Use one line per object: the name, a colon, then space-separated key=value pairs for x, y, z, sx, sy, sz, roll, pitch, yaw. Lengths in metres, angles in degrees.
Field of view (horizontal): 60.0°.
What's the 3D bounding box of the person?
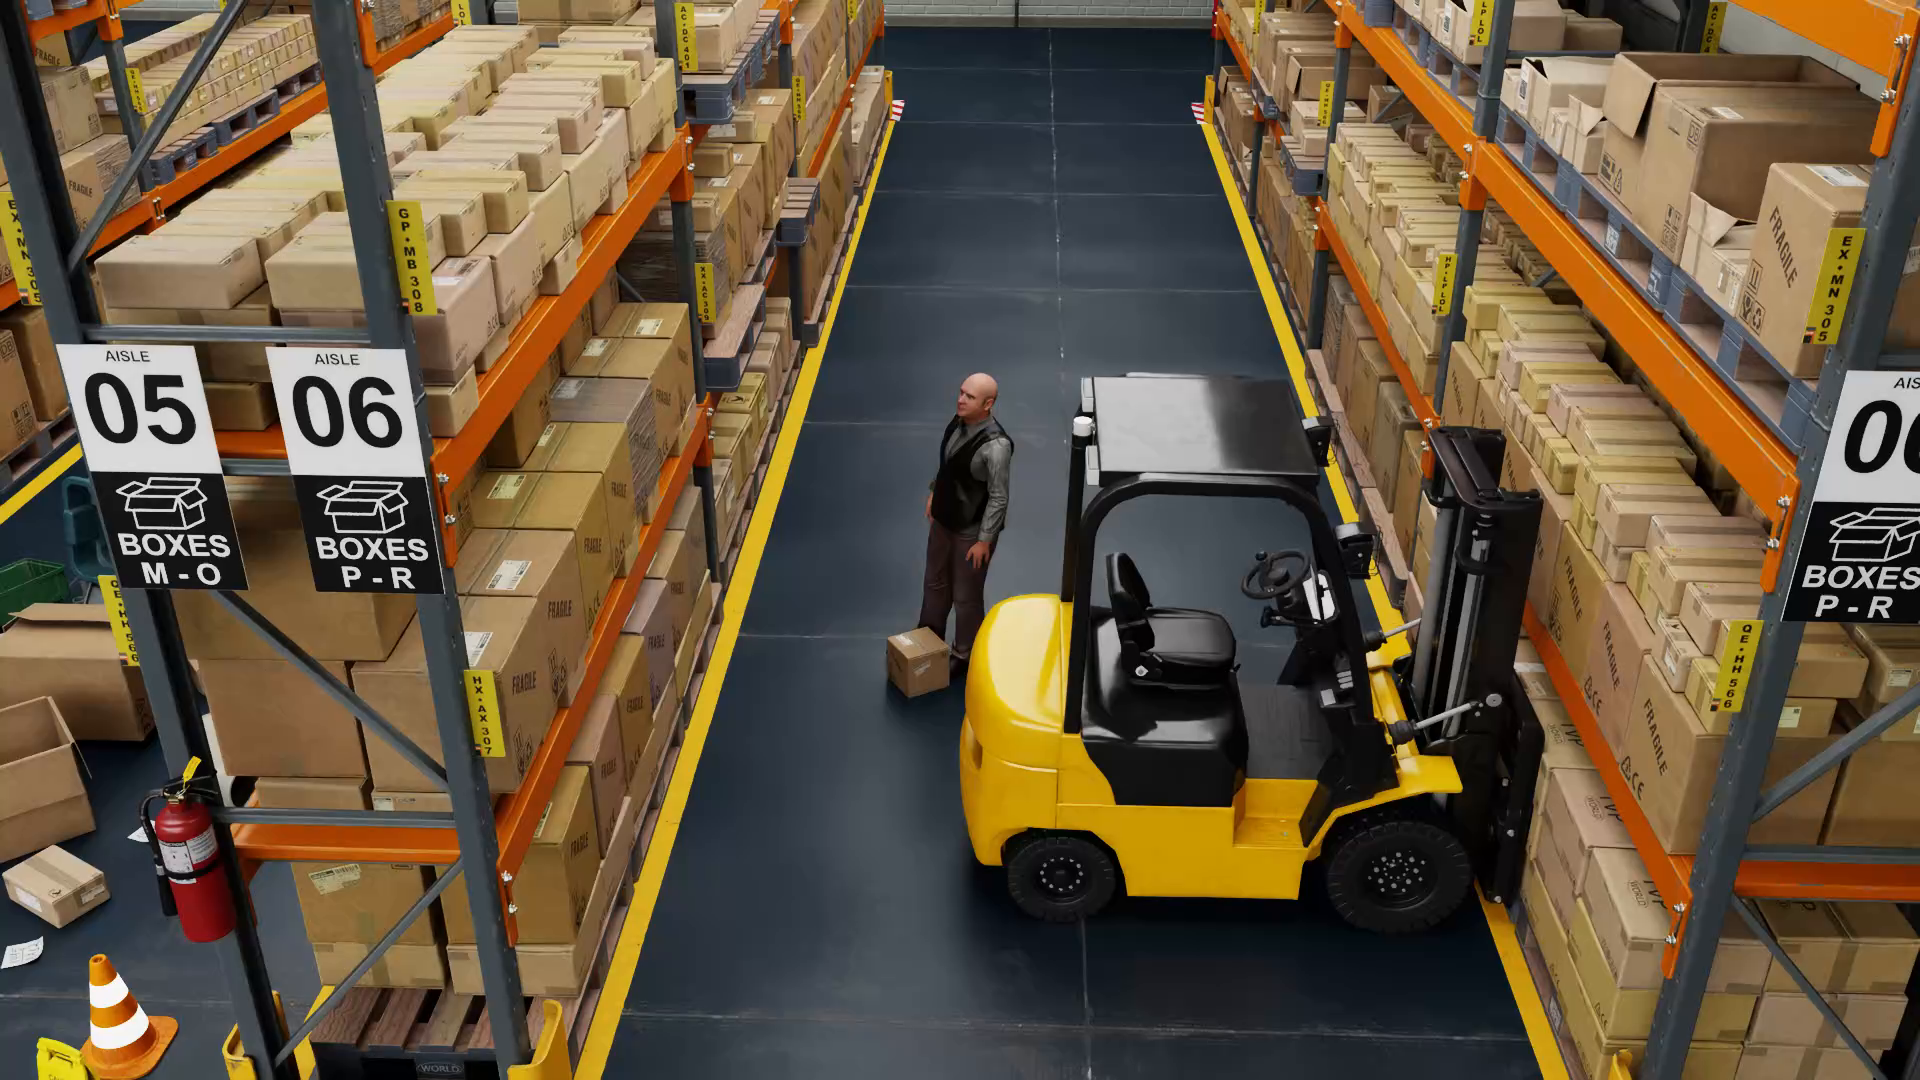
person: x=-0.037 y=-0.060 z=8.743 sx=0.564 sy=1.724 sz=0.634 roll=-13 pitch=31 yaw=-24
